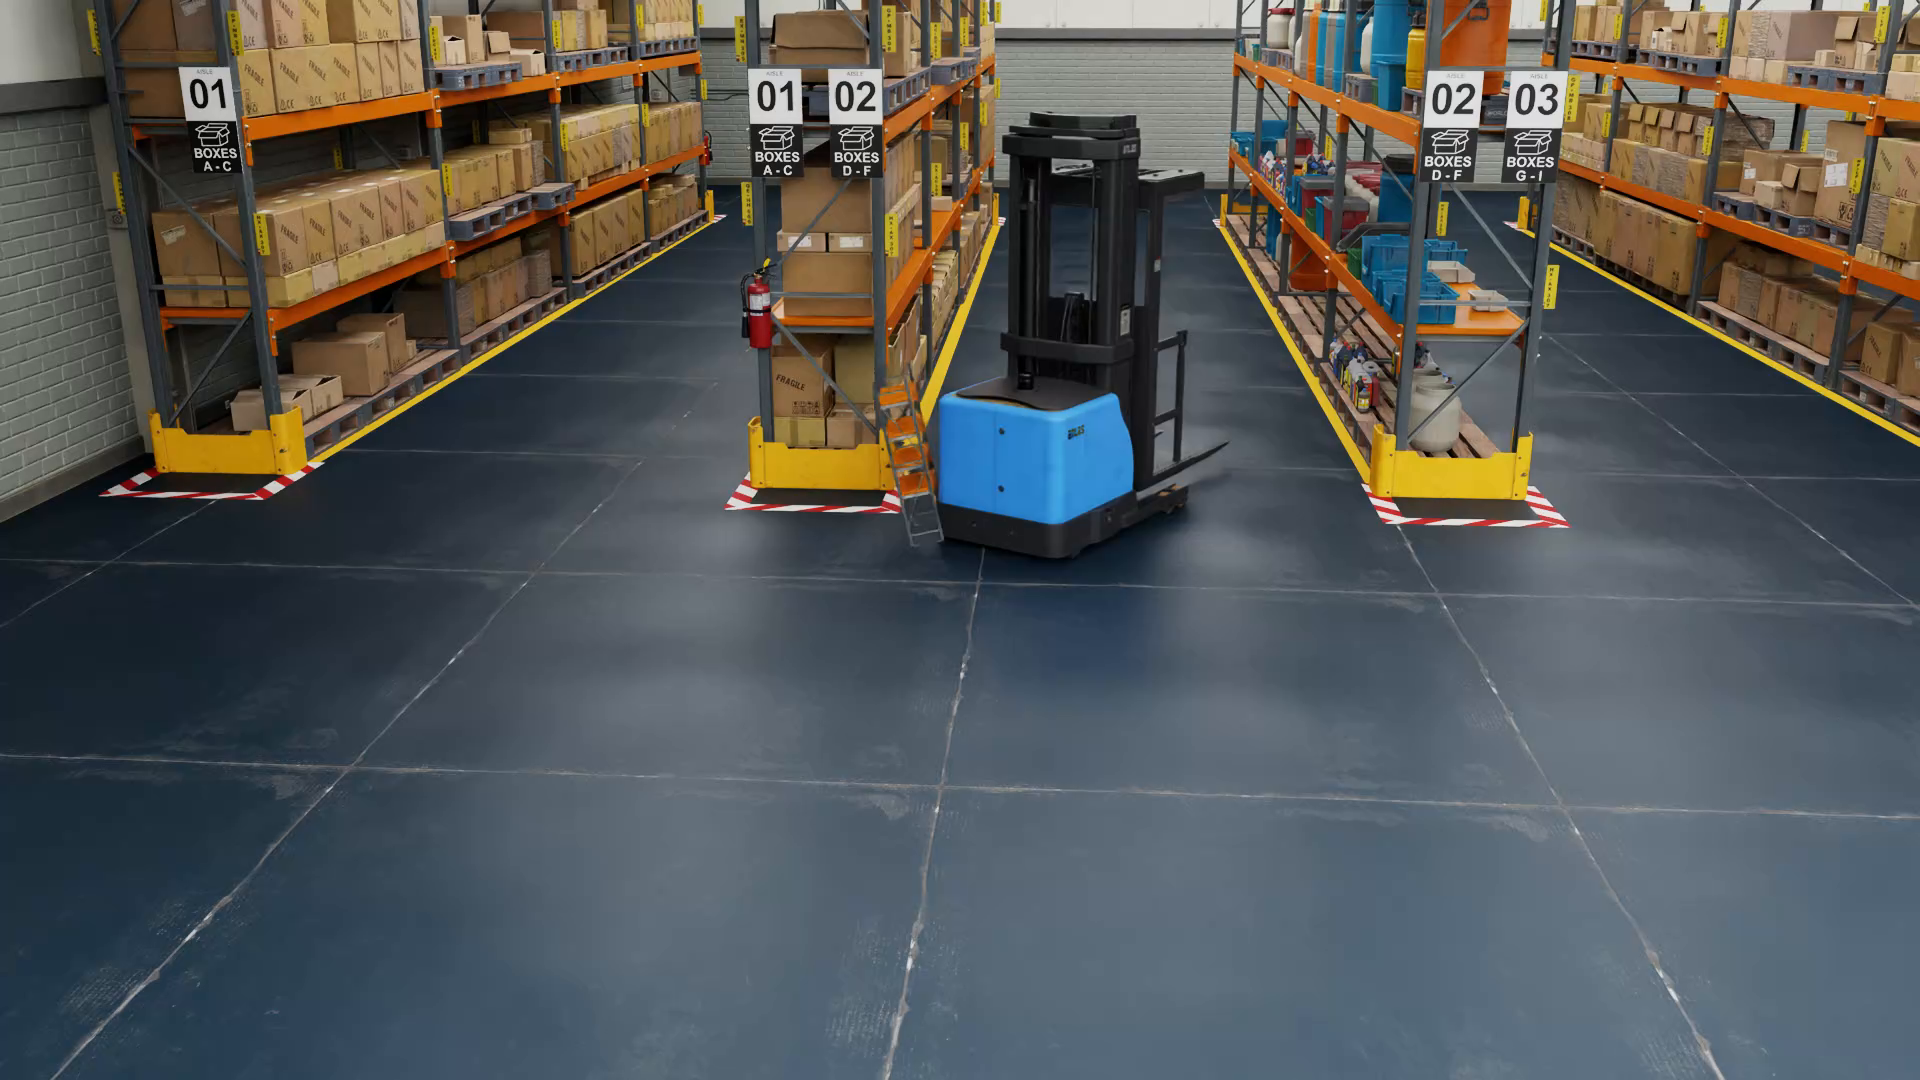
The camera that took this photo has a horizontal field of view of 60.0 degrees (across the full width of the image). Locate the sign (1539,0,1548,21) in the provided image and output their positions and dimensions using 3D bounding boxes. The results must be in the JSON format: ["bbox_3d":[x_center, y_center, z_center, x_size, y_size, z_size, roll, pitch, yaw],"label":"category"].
[{"bbox_3d":[9.400,-8.527,26.781,0.100,0.325,0.005,1,18,4],"label":"sign"}]

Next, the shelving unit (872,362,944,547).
[{"bbox_3d":[-0.351,-0.607,11.795,0.258,1.200,0.503,-11,17,5],"label":"shelving unit"}]

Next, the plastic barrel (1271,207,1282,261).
[{"bbox_3d":[4.619,-4.317,22.975,0.600,0.901,0.708,1,18,4],"label":"plastic barrel"}]

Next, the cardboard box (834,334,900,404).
[{"bbox_3d":[-0.780,-1.454,14.079,0.500,0.500,0.500,1,18,4],"label":"cardboard box"}]

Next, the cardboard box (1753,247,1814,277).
[{"bbox_3d":[9.334,-3.154,18.834,0.500,0.250,0.500,3,18,10],"label":"cardboard box"}]

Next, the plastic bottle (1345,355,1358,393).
[{"bbox_3d":[3.637,-1.536,15.342,0.144,0.351,0.185,1,18,3],"label":"plastic bottle"}]

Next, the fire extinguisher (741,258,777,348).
[{"bbox_3d":[-1.546,-1.824,12.798,0.296,0.674,0.183,1,18,4],"label":"fire extinguisher"}]

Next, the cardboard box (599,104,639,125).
[{"bbox_3d":[-4.934,-6.128,23.932,0.500,0.250,0.500,2,18,5],"label":"cardboard box"}]

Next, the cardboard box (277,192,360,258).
[{"bbox_3d":[-5.593,-2.747,14.492,0.500,0.500,0.500,1,18,2],"label":"cardboard box"}]

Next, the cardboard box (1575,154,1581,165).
[{"bbox_3d":[9.435,-5.694,24.888,0.380,0.149,0.250,2,18,5],"label":"cardboard box"}]

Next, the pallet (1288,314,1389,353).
[{"bbox_3d":[4.255,-2.318,18.657,1.003,0.211,1.213,1,18,4],"label":"pallet"}]

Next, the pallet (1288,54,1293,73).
[{"bbox_3d":[4.592,-5.831,20.388,1.003,0.211,1.213,1,18,4],"label":"pallet"}]

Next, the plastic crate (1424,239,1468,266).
[{"bbox_3d":[4.344,-2.598,15.272,0.499,0.251,0.616,1,18,4],"label":"plastic crate"}]

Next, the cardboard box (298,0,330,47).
[{"bbox_3d":[-5.634,-4.383,13.865,0.500,0.500,0.500,2,18,5],"label":"cardboard box"}]

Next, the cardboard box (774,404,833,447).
[{"bbox_3d":[-1.331,-0.953,13.757,0.500,0.250,0.500,1,18,4],"label":"cardboard box"}]

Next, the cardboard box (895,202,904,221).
[{"bbox_3d":[-0.702,-2.919,14.813,0.380,0.149,0.250,2,18,6],"label":"cardboard box"}]

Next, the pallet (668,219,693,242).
[{"bbox_3d":[-4.938,-5.013,26.883,1.003,0.211,1.213,1,18,4],"label":"pallet"}]

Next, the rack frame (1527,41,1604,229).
[{"bbox_3d":[9.953,-6.634,27.353,1.000,3.000,0.127,1,18,4],"label":"rack frame"}]

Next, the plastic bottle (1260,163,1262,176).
[{"bbox_3d":[4.275,-5.226,23.374,0.097,0.201,0.097,0,18,0],"label":"plastic bottle"}]

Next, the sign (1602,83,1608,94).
[{"bbox_3d":[10.493,-7.281,27.086,0.100,0.325,0.005,1,18,4],"label":"sign"}]

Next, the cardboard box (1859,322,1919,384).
[{"bbox_3d":[9.024,-1.796,15.926,0.500,0.500,0.500,1,18,2],"label":"cardboard box"}]

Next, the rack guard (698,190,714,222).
[{"bbox_3d":[-4.867,-5.786,28.777,1.175,0.500,0.348,1,18,4],"label":"rack guard"}]

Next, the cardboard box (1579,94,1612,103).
[{"bbox_3d":[10.180,-6.904,26.733,0.500,0.500,0.500,2,18,5],"label":"cardboard box"}]

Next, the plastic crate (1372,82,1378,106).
[{"bbox_3d":[3.768,-3.859,14.405,0.336,0.188,0.450,1,18,4],"label":"plastic crate"}]

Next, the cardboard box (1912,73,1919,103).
[{"bbox_3d":[8.772,-3.963,14.624,0.500,0.250,0.500,1,18,3],"label":"cardboard box"}]

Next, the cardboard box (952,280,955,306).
[{"bbox_3d":[-0.329,-2.936,19.807,0.500,0.250,0.500,1,18,3],"label":"cardboard box"}]

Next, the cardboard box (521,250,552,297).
[{"bbox_3d":[-5.442,-3.278,20.417,0.700,0.500,0.500,2,18,5],"label":"cardboard box"}]

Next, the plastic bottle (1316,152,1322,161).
[{"bbox_3d":[4.987,-5.186,23.013,0.144,0.351,0.185,1,18,4],"label":"plastic bottle"}]

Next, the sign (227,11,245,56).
[{"bbox_3d":[-5.474,-3.826,12.560,0.100,0.325,0.005,1,18,4],"label":"sign"}]

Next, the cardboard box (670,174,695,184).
[{"bbox_3d":[-4.646,-6.022,27.784,0.380,0.149,0.250,1,18,3],"label":"cardboard box"}]

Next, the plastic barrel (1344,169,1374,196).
[{"bbox_3d":[4.579,-3.989,19.101,0.421,0.512,0.421,0,18,0],"label":"plastic barrel"}]

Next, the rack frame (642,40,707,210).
[{"bbox_3d":[-4.869,-6.966,28.365,1.000,3.000,0.127,1,18,4],"label":"rack frame"}]

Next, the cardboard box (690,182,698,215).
[{"bbox_3d":[-4.819,-5.758,28.019,0.700,0.500,0.500,1,18,4],"label":"cardboard box"}]

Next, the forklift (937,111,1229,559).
[{"bbox_3d":[1.084,-1.666,12.300,1.130,2.935,3.031,12,22,32],"label":"forklift"}]

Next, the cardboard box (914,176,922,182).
[{"bbox_3d":[-0.643,-3.735,18.343,0.500,0.500,0.500,1,18,4],"label":"cardboard box"}]

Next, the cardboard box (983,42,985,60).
[{"bbox_3d":[0.107,-7.269,24.714,0.500,0.250,0.500,1,18,4],"label":"cardboard box"}]

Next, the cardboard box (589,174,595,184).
[{"bbox_3d":[-5.123,-4.869,22.336,0.380,0.149,0.250,2,18,5],"label":"cardboard box"}]

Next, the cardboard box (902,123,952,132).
[{"bbox_3d":[-0.457,-5.504,23.069,0.700,0.500,0.500,4,19,13],"label":"cardboard box"}]

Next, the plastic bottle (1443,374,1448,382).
[{"bbox_3d":[4.331,-1.351,14.903,0.097,0.271,0.097,0,18,0],"label":"plastic bottle"}]

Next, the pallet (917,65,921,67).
[{"bbox_3d":[-0.737,-4.739,17.057,0.805,0.209,1.217,1,18,2],"label":"pallet"}]

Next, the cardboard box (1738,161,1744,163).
[{"bbox_3d":[9.686,-4.342,20.197,0.500,0.500,0.500,2,18,6],"label":"cardboard box"}]

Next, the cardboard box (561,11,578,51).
[{"bbox_3d":[-5.426,-6.653,21.724,0.700,0.500,0.500,2,18,7],"label":"cardboard box"}]

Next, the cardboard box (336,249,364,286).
[{"bbox_3d":[-5.598,-2.399,14.637,0.500,0.250,0.500,1,18,3],"label":"cardboard box"}]

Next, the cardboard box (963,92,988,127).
[{"bbox_3d":[0.174,-6.597,25.472,0.500,0.500,0.500,1,18,2],"label":"cardboard box"}]

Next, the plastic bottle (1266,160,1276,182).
[{"bbox_3d":[4.247,-5.021,22.628,0.152,0.276,0.135,1,18,4],"label":"plastic bottle"}]

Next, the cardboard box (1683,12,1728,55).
[{"bbox_3d":[9.326,-6.283,20.629,0.500,0.500,0.500,2,18,7],"label":"cardboard box"}]

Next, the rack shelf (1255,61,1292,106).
[{"bbox_3d":[4.583,-5.965,21.648,1.077,0.370,4.000,1,18,4],"label":"rack shelf"}]

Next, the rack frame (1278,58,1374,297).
[{"bbox_3d":[4.439,-4.260,20.108,1.000,3.000,0.127,1,18,4],"label":"rack frame"}]

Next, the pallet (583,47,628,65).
[{"bbox_3d":[-5.172,-6.772,23.264,0.805,0.209,1.217,1,18,2],"label":"pallet"}]

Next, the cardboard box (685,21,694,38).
[{"bbox_3d":[-4.656,-8.334,27.128,0.500,0.250,0.500,2,18,6],"label":"cardboard box"}]

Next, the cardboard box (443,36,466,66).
[{"bbox_3d":[-5.566,-5.181,17.569,0.500,0.311,0.500,2,18,6],"label":"cardboard box"}]

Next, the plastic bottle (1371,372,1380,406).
[{"bbox_3d":[3.712,-1.350,14.880,0.061,0.283,0.133,1,18,4],"label":"plastic bottle"}]

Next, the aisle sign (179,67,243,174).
[{"bbox_3d":[-5.722,-3.203,12.706,0.394,0.787,0.004,1,18,4],"label":"aisle sign"}]

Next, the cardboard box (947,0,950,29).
[{"bbox_3d":[-0.390,-6.772,21.190,0.500,0.500,0.500,1,18,4],"label":"cardboard box"}]

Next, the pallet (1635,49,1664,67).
[{"bbox_3d":[9.650,-6.441,22.252,0.805,0.209,1.217,1,18,2],"label":"pallet"}]

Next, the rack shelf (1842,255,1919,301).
[{"bbox_3d":[8.950,-1.944,14.195,1.077,0.370,4.000,1,18,4],"label":"rack shelf"}]
